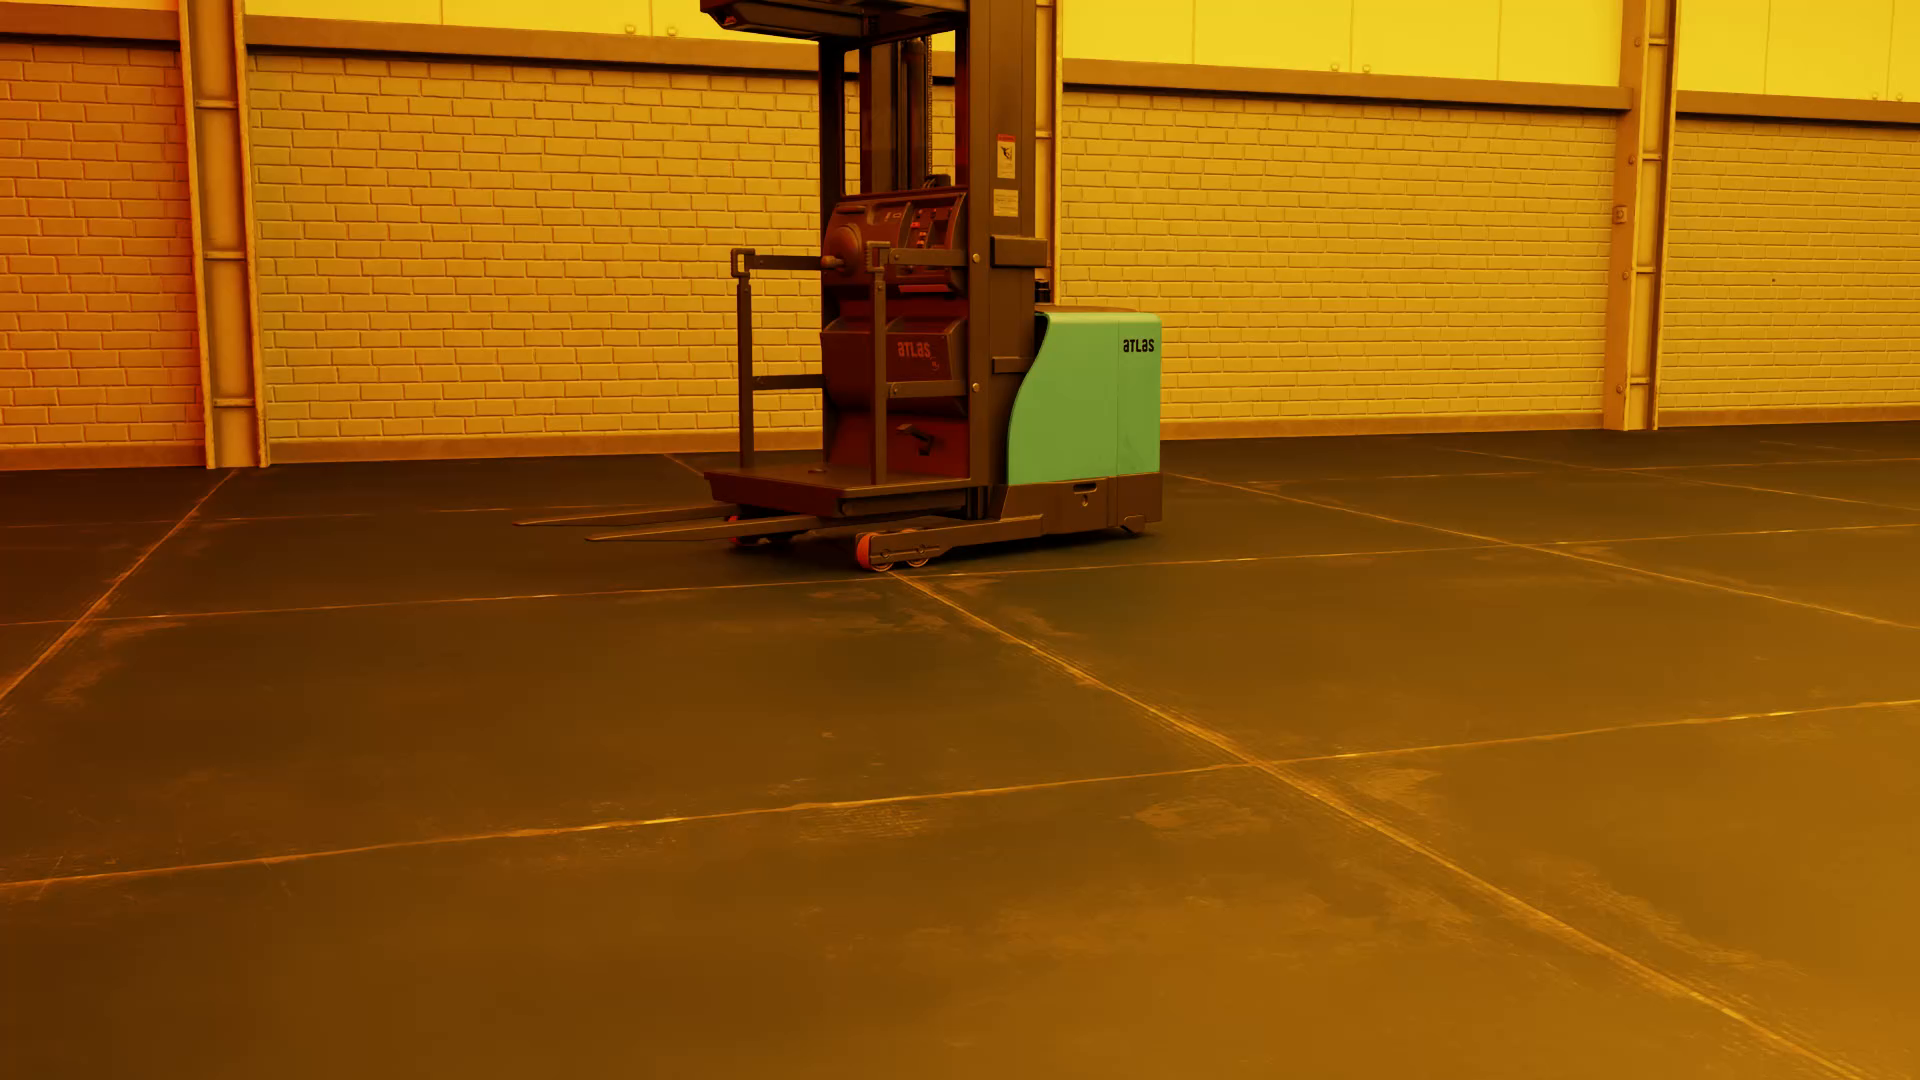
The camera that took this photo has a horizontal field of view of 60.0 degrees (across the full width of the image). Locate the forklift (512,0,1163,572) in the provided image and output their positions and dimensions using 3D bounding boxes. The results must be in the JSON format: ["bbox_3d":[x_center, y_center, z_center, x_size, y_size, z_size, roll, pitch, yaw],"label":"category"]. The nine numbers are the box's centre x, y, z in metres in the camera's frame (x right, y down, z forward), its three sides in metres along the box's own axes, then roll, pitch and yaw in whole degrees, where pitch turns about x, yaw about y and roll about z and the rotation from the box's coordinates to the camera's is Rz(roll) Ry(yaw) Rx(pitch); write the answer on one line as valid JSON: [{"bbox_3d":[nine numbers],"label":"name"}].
[{"bbox_3d":[-0.461,-1.399,7.333,3.031,2.935,1.130,-7,10,-40],"label":"forklift"}]
